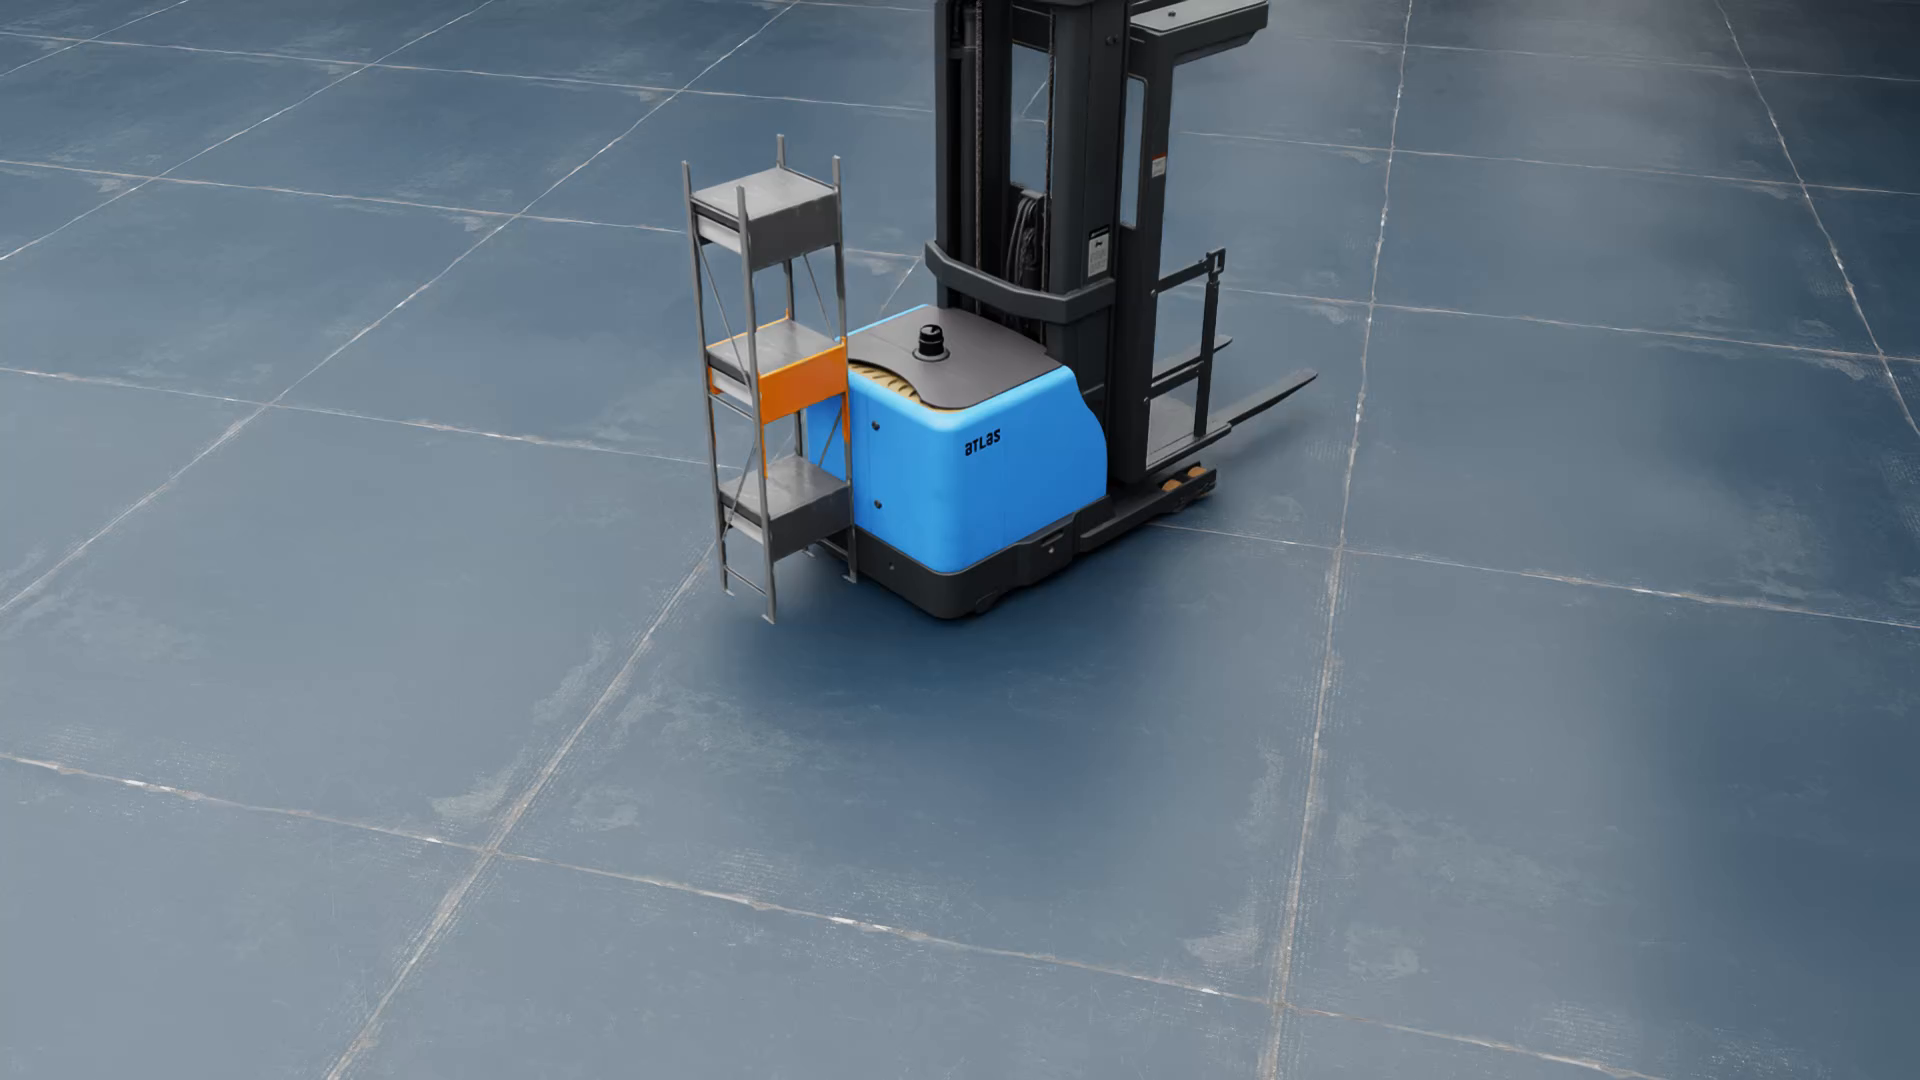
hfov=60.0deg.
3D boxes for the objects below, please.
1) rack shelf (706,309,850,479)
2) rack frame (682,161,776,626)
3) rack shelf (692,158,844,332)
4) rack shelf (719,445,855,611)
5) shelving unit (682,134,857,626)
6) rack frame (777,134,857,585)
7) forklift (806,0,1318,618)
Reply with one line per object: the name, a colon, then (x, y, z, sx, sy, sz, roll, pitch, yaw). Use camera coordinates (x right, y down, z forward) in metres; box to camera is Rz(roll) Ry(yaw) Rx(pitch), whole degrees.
rack shelf: (-0.810, -0.651, 7.342, 0.480, 0.518, 0.431, -27, 41, -35)
rack frame: (-0.987, -0.572, 7.193, 0.015, 2.100, 0.400, -27, 41, -35)
rack shelf: (-0.810, -1.242, 6.967, 0.480, 0.518, 0.431, -27, 41, -35)
rack shelf: (-0.810, -0.060, 7.718, 0.480, 0.518, 0.431, -27, 41, -35)
shelving unit: (-0.810, -0.662, 7.335, 0.503, 2.100, 0.431, -27, 41, -35)
rack frame: (-0.633, -0.752, 7.476, 0.015, 2.100, 0.400, -27, 41, -35)
forklift: (0.681, -1.558, 7.968, 3.031, 2.935, 1.130, -27, 41, -35)
